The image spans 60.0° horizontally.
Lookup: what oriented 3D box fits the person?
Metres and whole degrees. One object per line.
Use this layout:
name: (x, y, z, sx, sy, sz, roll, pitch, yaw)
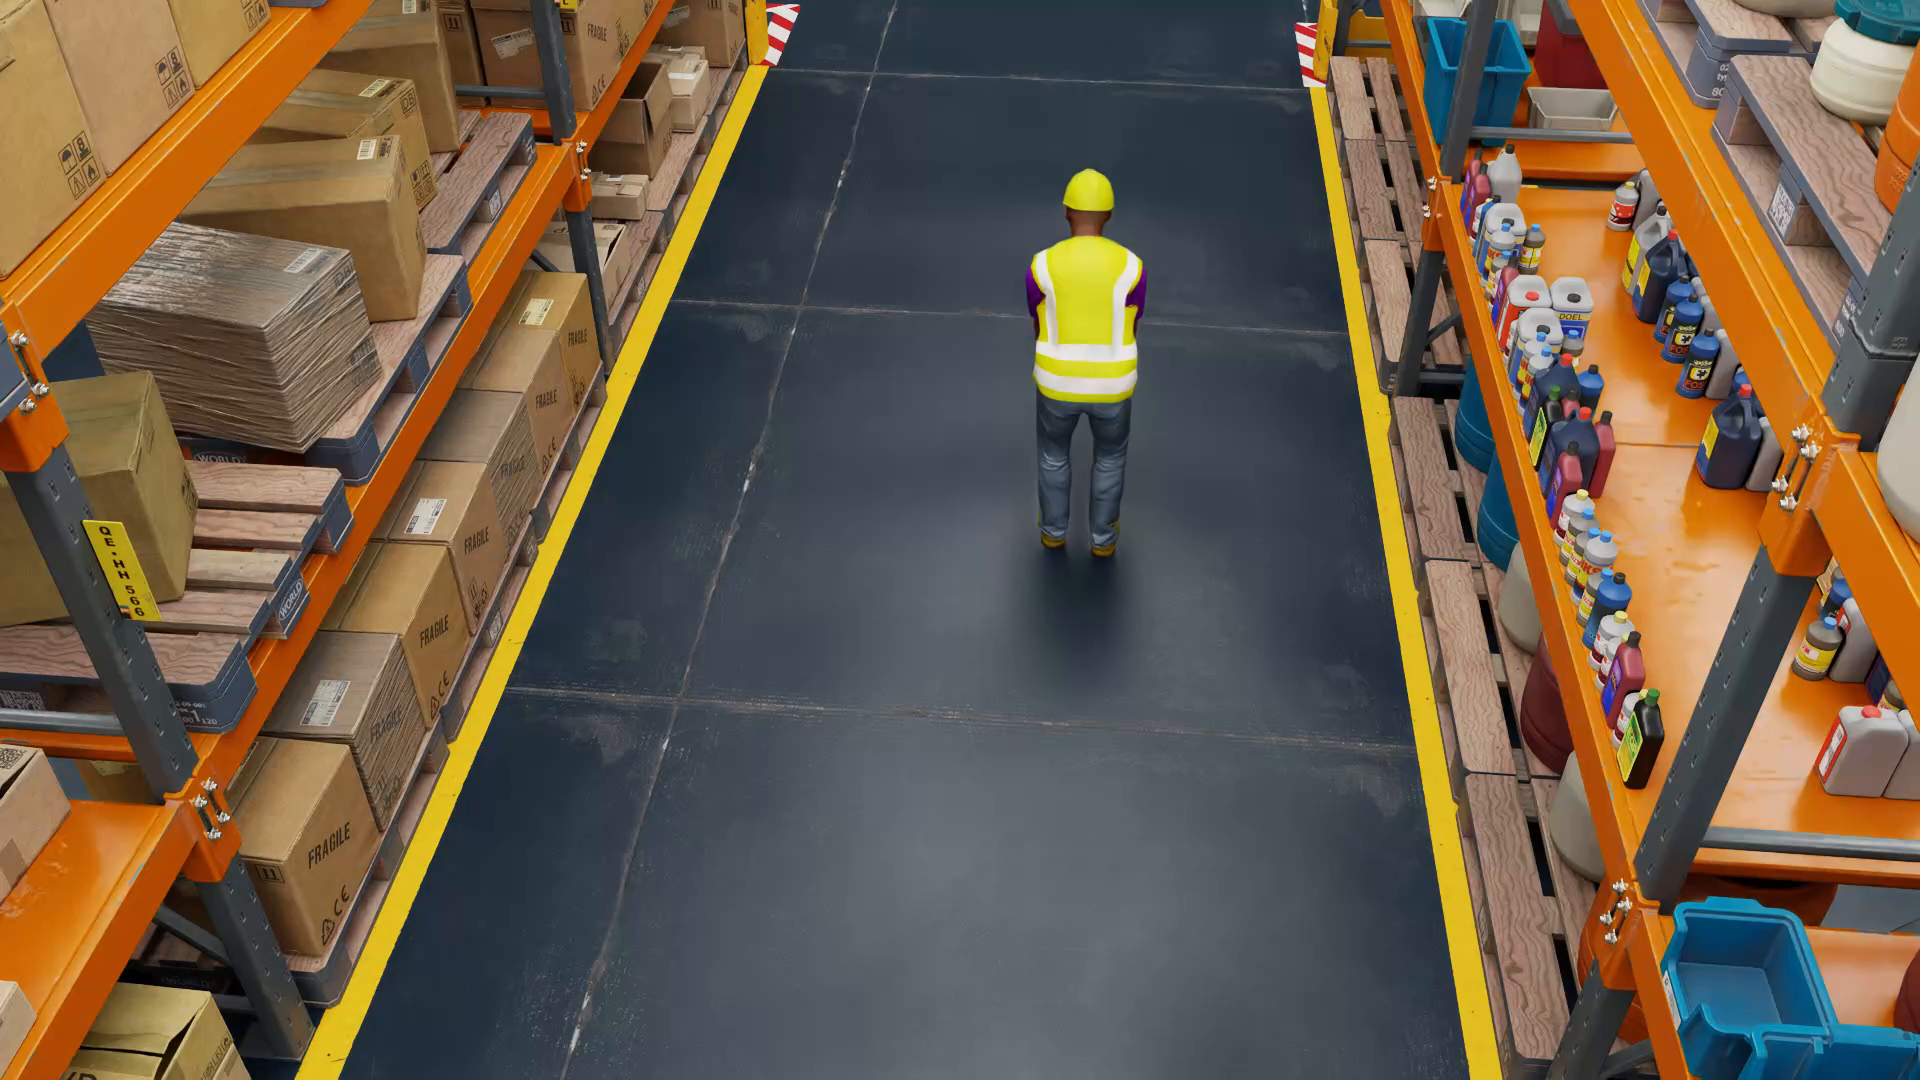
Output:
person: (0.514, -0.727, 7.045, 0.493, 1.718, 0.612, 3, 40, 3)
